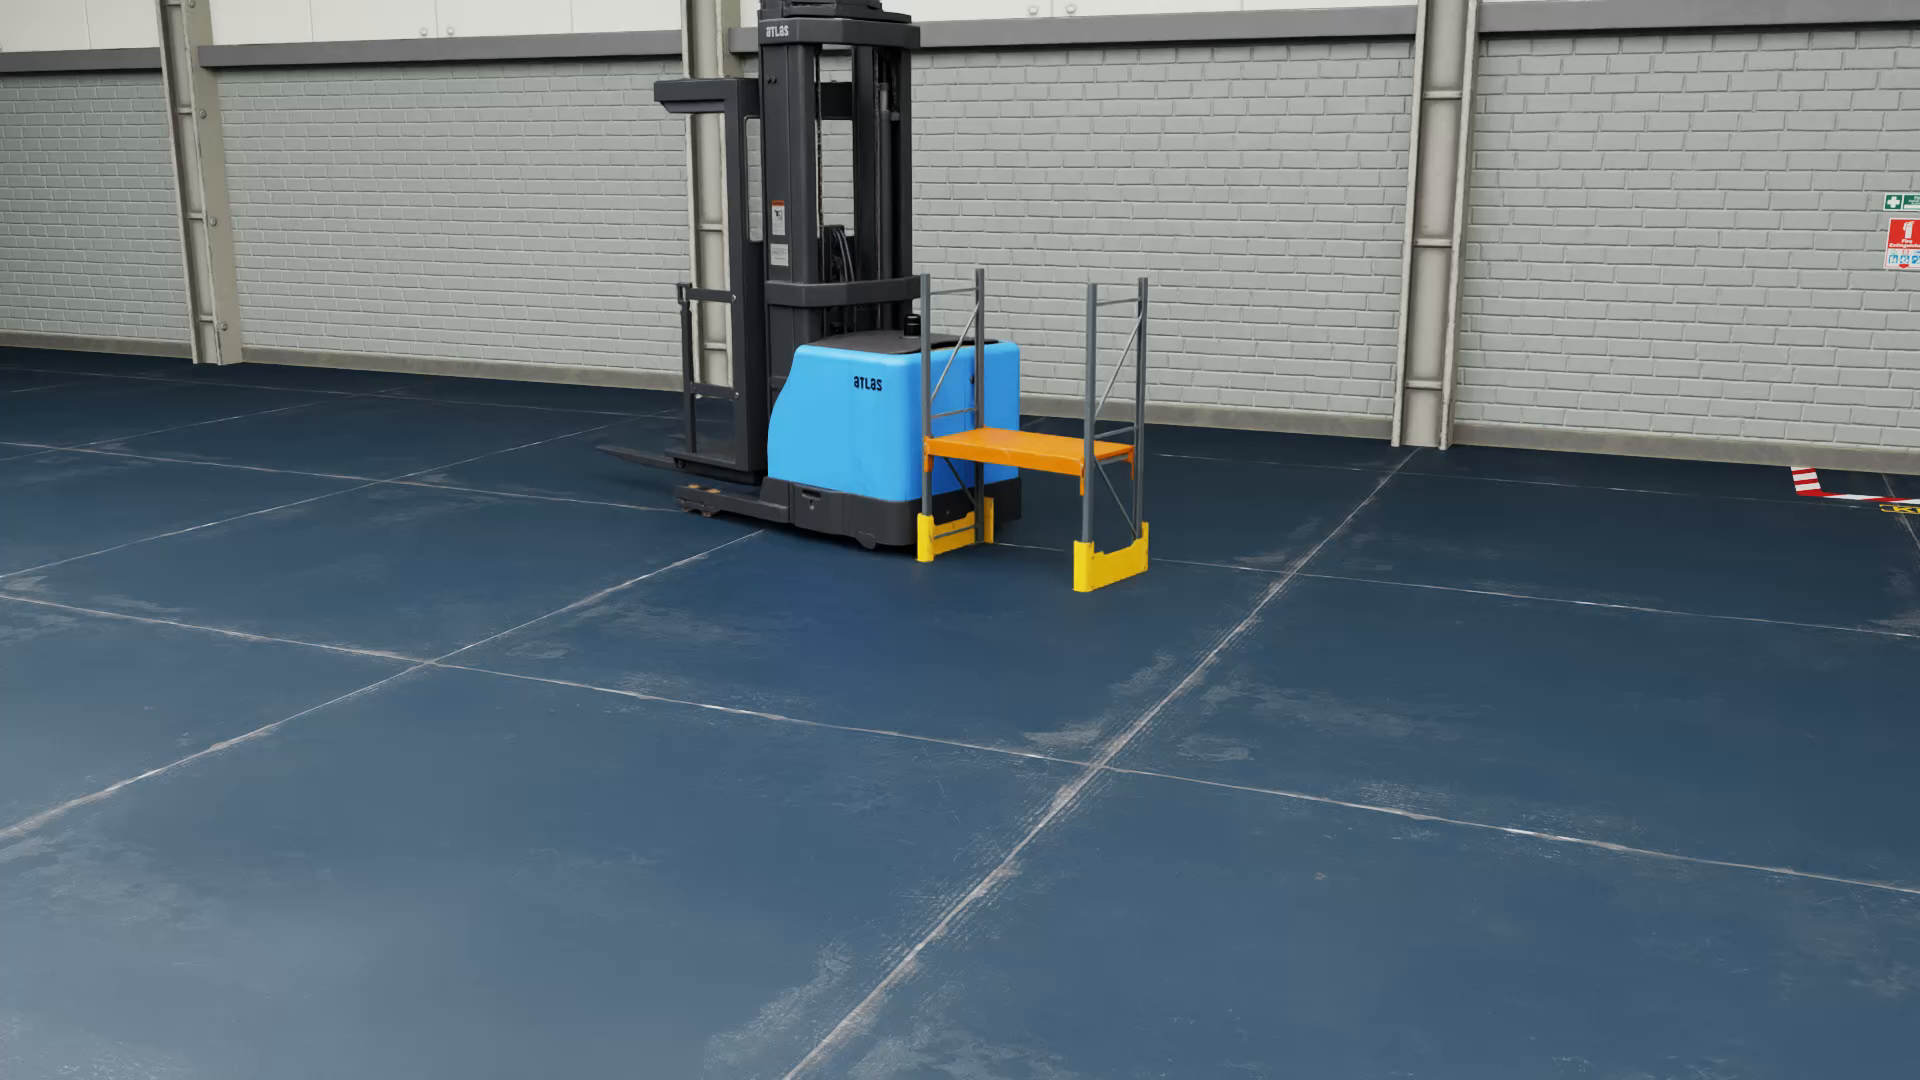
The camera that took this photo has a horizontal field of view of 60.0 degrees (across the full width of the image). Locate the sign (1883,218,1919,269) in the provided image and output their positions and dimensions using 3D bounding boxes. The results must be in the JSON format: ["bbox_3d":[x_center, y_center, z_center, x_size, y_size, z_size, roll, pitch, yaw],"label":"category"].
[{"bbox_3d":[6.182,-1.935,10.858,0.234,0.329,0.001,6,14,23],"label":"sign"}]

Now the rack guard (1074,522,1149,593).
[{"bbox_3d":[0.764,0.081,8.361,0.087,0.250,0.587,10,17,37],"label":"rack guard"}]

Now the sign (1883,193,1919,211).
[{"bbox_3d":[6.183,-2.191,10.788,0.331,0.109,0.001,6,14,23],"label":"sign"}]

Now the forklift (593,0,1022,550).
[{"bbox_3d":[-1.068,-1.639,9.822,3.031,2.935,1.130,12,18,42],"label":"forklift"}]

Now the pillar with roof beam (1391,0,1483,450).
[{"bbox_3d":[1.660,-4.185,7.392,0.400,9.000,9.100,6,14,23],"label":"pillar with roof beam"}]

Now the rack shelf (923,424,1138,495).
[{"bbox_3d":[0.365,-0.423,8.564,1.000,0.185,0.538,10,17,37],"label":"rack shelf"}]

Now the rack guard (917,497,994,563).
[{"bbox_3d":[-0.020,-0.059,8.959,0.087,0.250,0.587,10,17,37],"label":"rack guard"}]

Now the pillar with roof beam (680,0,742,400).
[{"bbox_3d":[-3.826,-4.740,9.758,0.400,9.000,9.100,6,14,23],"label":"pillar with roof beam"}]

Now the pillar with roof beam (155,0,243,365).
[{"bbox_3d":[-9.311,-5.296,12.124,0.400,9.000,9.100,6,14,23],"label":"pillar with roof beam"}]

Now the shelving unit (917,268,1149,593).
[{"bbox_3d":[0.372,-0.597,8.517,1.083,1.500,0.587,10,17,37],"label":"shelving unit"}]

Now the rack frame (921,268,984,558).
[{"bbox_3d":[-0.035,-0.670,8.828,0.032,1.500,0.500,10,17,37],"label":"rack frame"}]

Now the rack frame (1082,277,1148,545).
[{"bbox_3d":[0.765,-0.527,8.218,0.032,1.500,0.500,10,17,37],"label":"rack frame"}]
